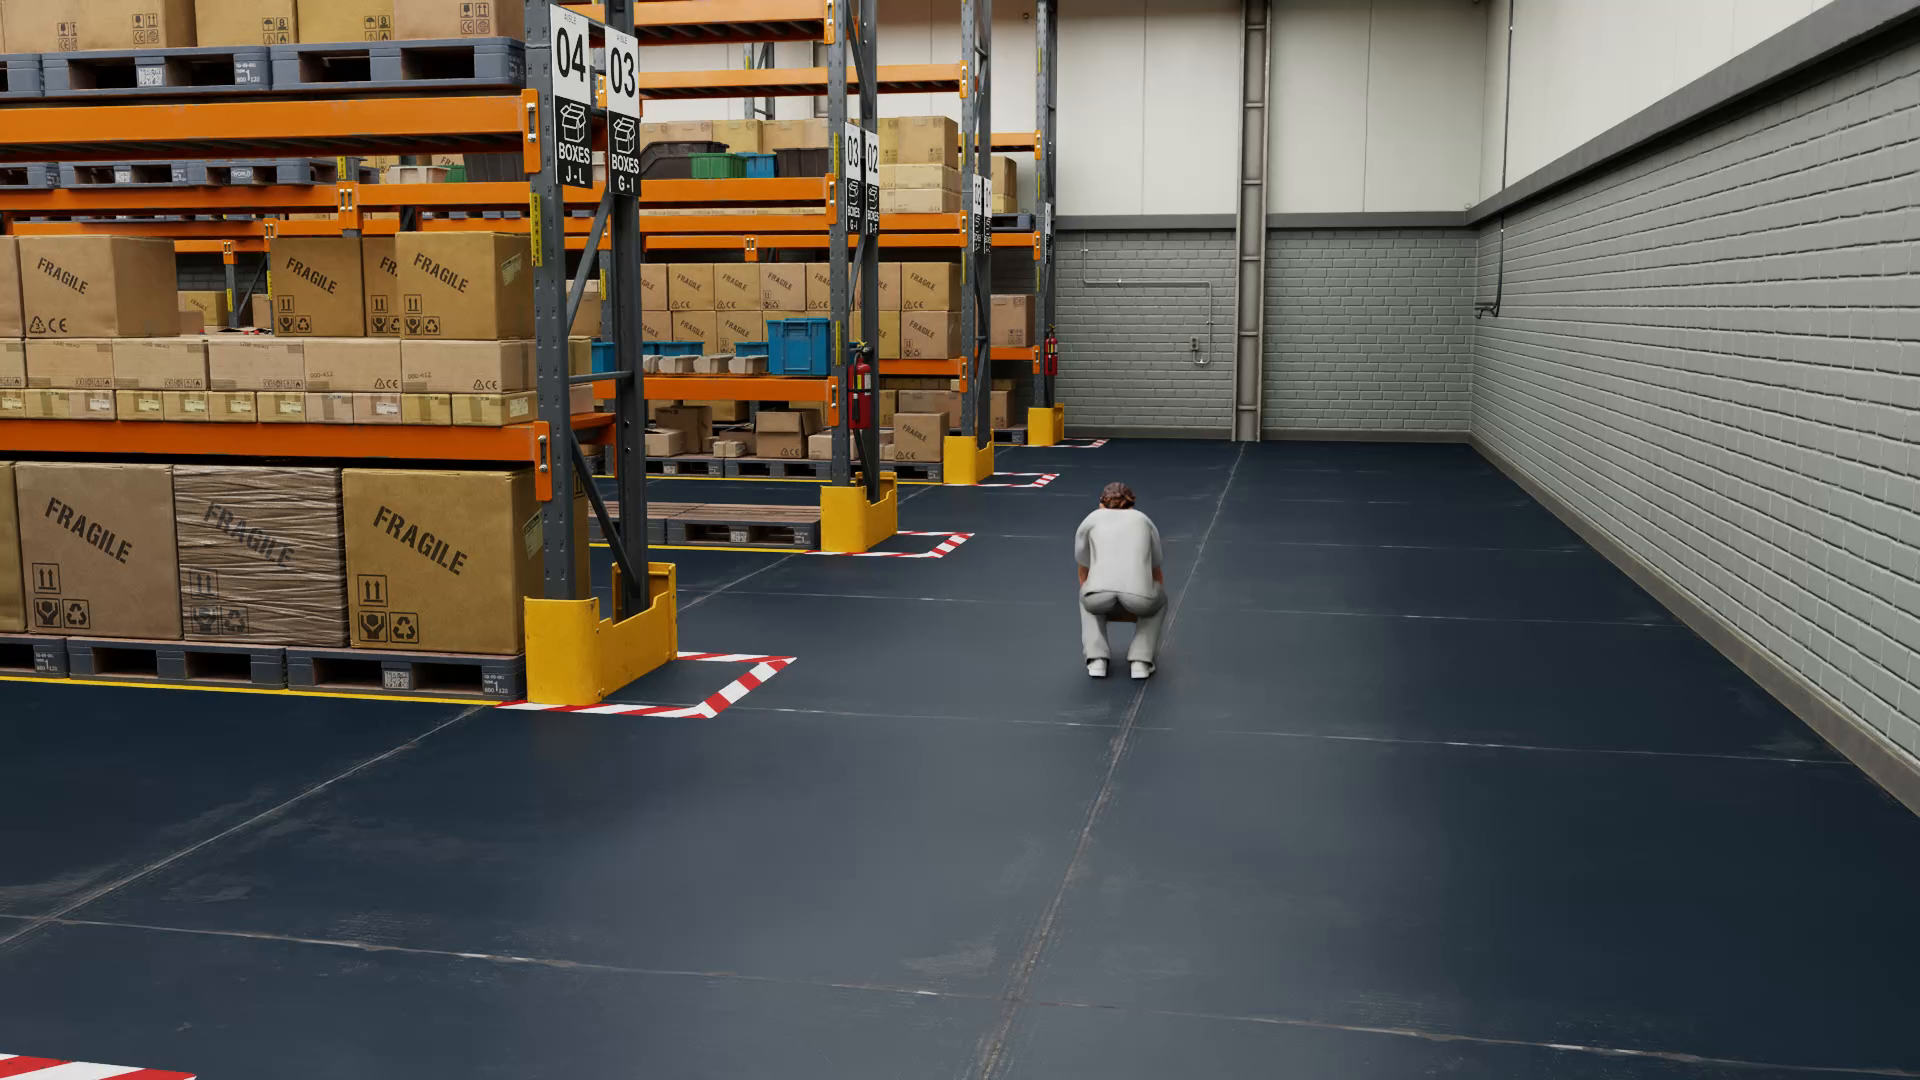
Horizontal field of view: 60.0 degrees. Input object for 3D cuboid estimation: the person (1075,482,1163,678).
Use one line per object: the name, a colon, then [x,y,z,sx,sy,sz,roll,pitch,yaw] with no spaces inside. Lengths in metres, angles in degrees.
person: [0.806,0.197,8.552,0.464,0.946,0.802,2,8,11]
